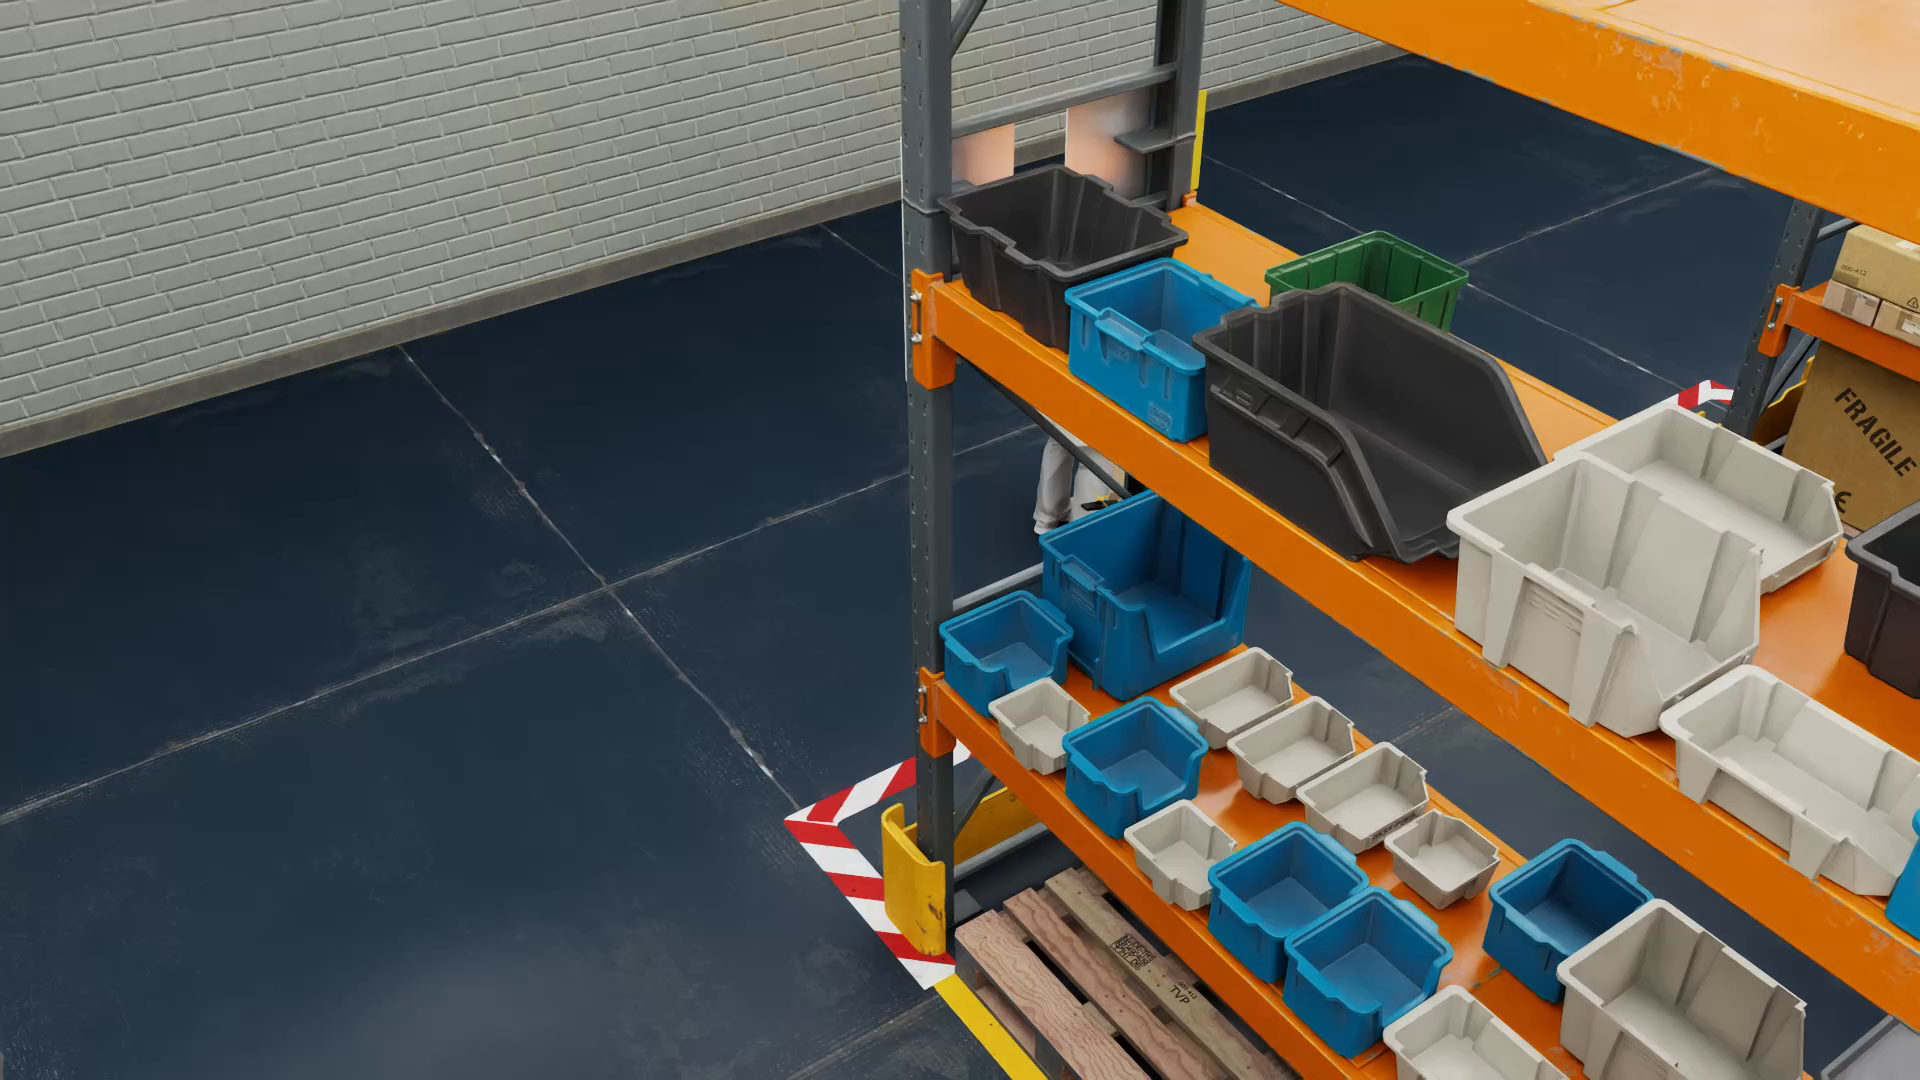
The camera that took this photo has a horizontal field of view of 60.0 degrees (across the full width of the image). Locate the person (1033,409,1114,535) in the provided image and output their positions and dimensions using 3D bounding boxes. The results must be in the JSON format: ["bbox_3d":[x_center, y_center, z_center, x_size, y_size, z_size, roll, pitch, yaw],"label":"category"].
[{"bbox_3d":[0.568,-0.765,8.075,0.422,1.774,0.653,-25,43,-30],"label":"person"}]
